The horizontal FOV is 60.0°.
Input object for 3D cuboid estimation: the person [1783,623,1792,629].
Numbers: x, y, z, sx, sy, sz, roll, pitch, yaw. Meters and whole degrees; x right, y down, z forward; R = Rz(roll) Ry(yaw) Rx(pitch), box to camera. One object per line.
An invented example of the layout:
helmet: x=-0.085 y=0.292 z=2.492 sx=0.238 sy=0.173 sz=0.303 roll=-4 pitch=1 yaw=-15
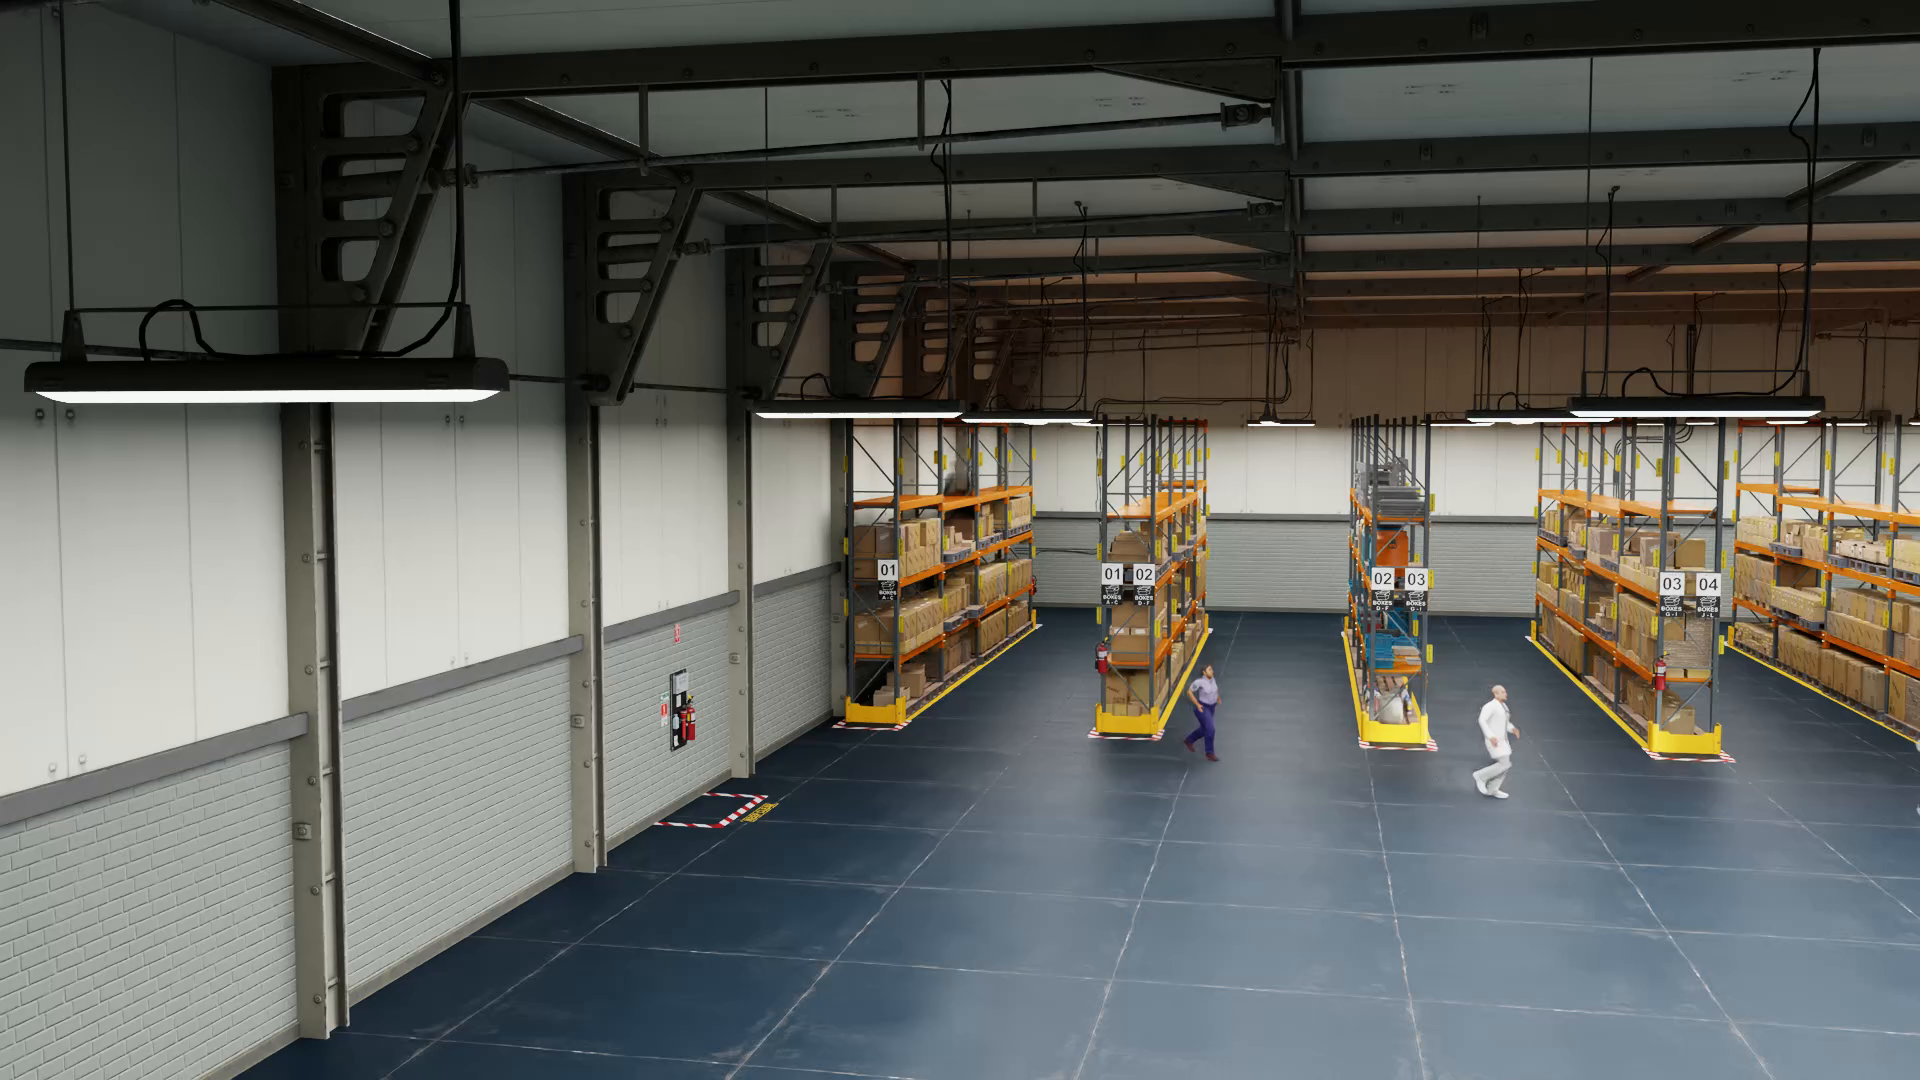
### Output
person: x=22.213 y=1.916 z=44.857 sx=0.982 sy=1.699 sz=0.522 roll=-2 pitch=4 yaw=-29

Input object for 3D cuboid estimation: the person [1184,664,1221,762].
person: x=4.230 y=2.985 z=28.922 sx=0.792 sy=1.681 sz=0.602 roll=3 pitch=5 yaw=42

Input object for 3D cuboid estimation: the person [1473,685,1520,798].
person: x=8.360 y=3.172 z=25.899 sx=0.633 sy=1.661 sz=0.727 roll=3 pitch=5 yaw=36
